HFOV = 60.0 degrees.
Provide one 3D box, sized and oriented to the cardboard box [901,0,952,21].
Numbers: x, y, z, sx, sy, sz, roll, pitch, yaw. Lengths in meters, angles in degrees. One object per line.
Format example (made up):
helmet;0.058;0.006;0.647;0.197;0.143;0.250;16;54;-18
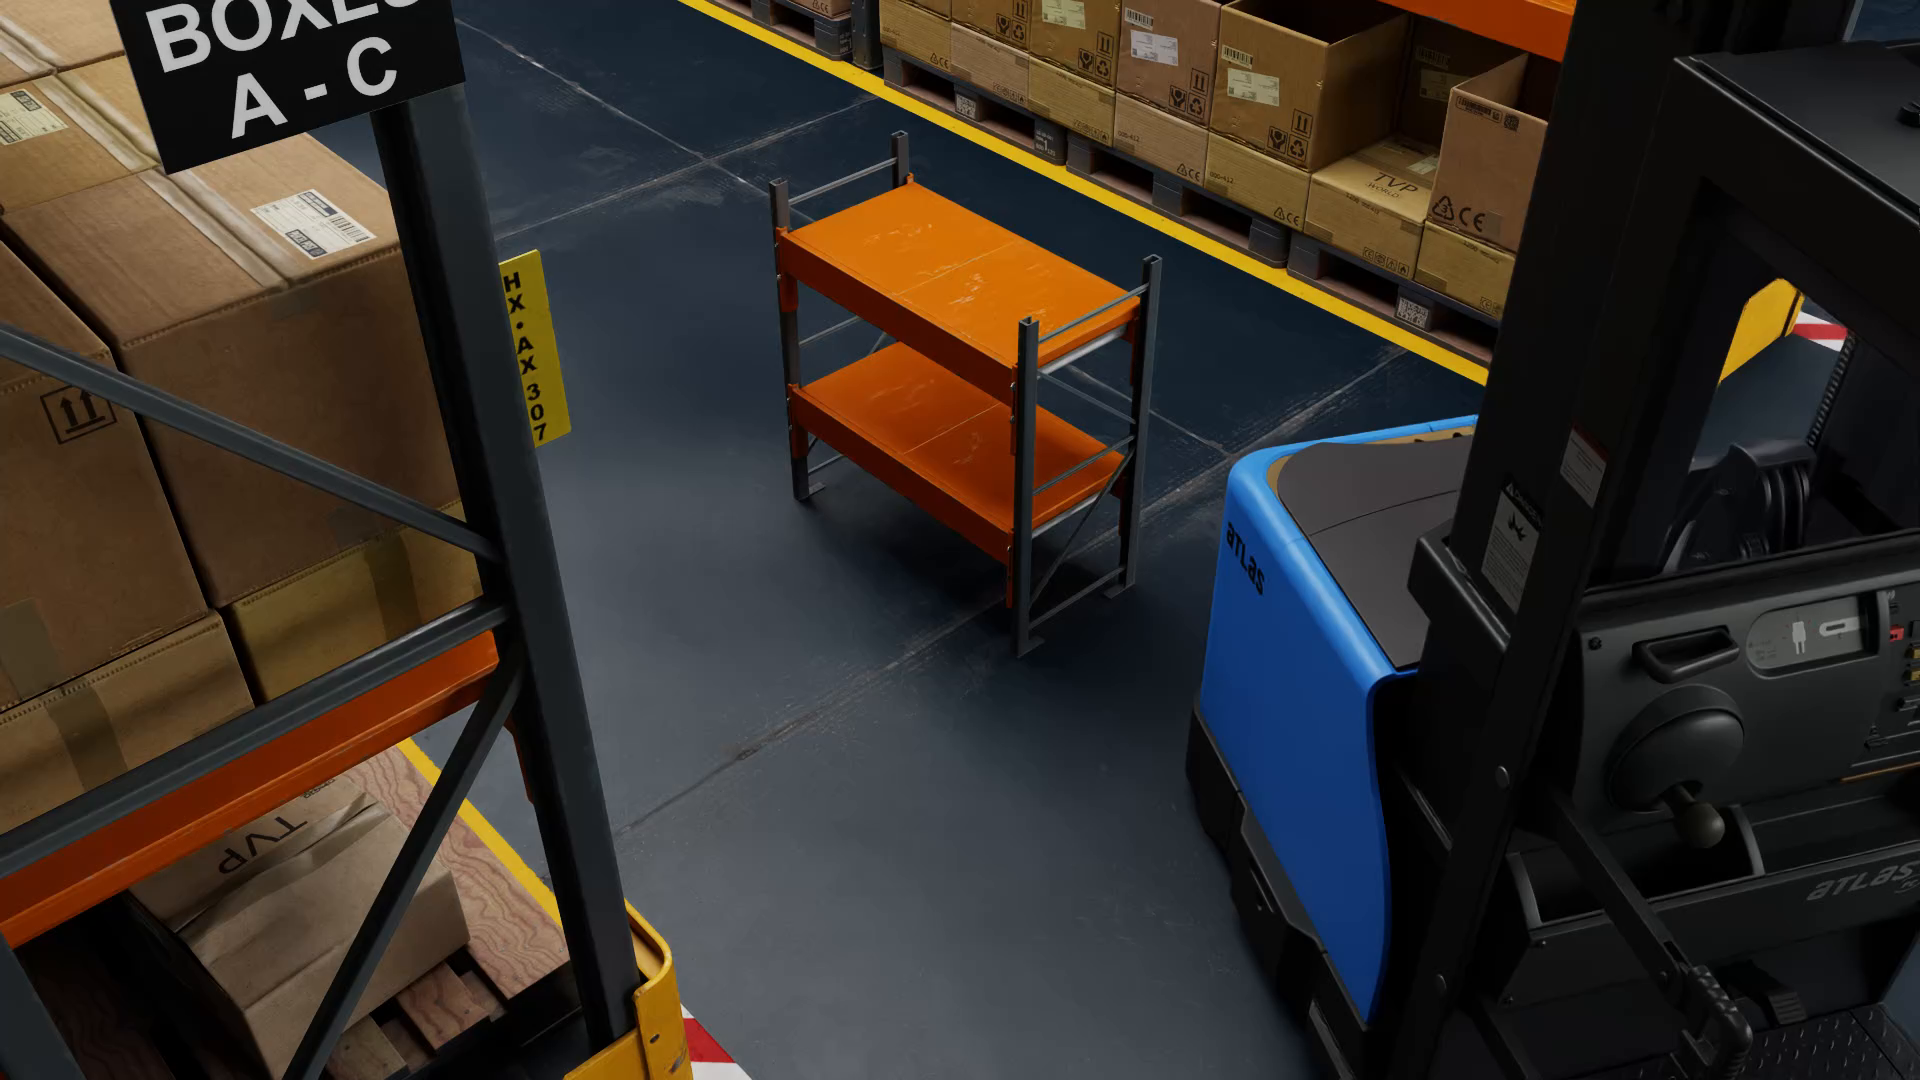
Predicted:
cardboard box;-0.032;-2.708;7.473;0.500;0.500;0.500;-30;48;-32

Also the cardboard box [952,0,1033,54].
cardboard box;0.312;-2.480;7.190;0.500;0.500;0.500;-30;48;-32

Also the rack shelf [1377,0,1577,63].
rack shelf;1.238;-2.465;6.487;1.077;0.370;4.000;-30;48;-32

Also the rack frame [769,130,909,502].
rack frame;-0.348;-0.676;5.192;0.500;1.125;0.032;-30;48;-32

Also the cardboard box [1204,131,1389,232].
cardboard box;1.324;-1.492;6.564;0.500;0.250;0.500;-30;48;-32

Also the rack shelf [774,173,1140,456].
rack shelf;-0.005;-0.668;4.717;0.538;0.278;1.000;-30;48;-32

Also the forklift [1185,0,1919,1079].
forklift;1.463;0.314;2.529;1.130;2.935;3.031;-9;40;-11

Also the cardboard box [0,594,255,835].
cardboard box;-1.515;0.205;2.713;0.500;0.250;0.500;-29;47;-31

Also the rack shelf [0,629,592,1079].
rack shelf;-2.409;-0.358;3.878;1.077;0.370;4.000;-30;48;-32

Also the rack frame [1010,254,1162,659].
rack frame;0.339;-0.205;4.609;0.500;1.125;0.032;-30;48;-32

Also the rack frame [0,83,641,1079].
rack frame;-1.056;0.288;2.506;1.000;3.000;0.127;-30;48;-32

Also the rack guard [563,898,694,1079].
rack guard;-1.107;1.225;3.335;1.175;0.500;0.348;-30;48;-32

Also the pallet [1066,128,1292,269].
pallet;1.221;-1.635;7.106;1.003;0.211;1.213;-30;48;-32

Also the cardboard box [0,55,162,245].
cardboard box;-1.484;-0.535;3.032;0.500;0.500;0.500;-30;48;-32

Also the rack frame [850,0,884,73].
rack frame;-0.115;-3.670;7.407;1.000;3.000;0.127;-30;48;-32

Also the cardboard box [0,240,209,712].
cardboard box;-1.531;-0.081;2.470;0.500;0.500;0.500;-31;48;-32

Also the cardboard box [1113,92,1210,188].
cardboard box;0.987;-1.724;6.852;0.500;0.250;0.500;-30;48;-32

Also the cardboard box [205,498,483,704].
cardboard box;-1.152;-0.022;2.994;0.500;0.250;0.500;-31;48;-33

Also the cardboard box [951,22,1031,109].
cardboard box;0.310;-2.187;7.424;0.500;0.250;0.500;-30;48;-32

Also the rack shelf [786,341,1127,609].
rack shelf;-0.005;-0.251;5.054;0.538;0.278;1.000;-30;48;-32

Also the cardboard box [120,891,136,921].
cardboard box;-1.843;0.540;3.983;0.500;0.311;0.500;-26;46;-28

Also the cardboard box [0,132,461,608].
cardboard box;-1.157;-0.302;2.743;0.500;0.500;0.500;-30;48;-32

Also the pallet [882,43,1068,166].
pallet;0.392;-2.200;7.805;1.003;0.211;1.213;-30;48;-32

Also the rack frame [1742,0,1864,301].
rack frame;2.590;-1.819;5.115;1.000;3.000;0.127;-30;48;-32

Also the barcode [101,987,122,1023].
barcode;-1.765;0.962;3.454;0.001;0.075;0.075;-30;48;-32

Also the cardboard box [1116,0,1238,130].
cardboard box;0.984;-2.015;6.614;0.500;0.500;0.500;-30;48;-32

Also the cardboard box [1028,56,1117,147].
cardboard box;0.644;-1.953;7.135;0.500;0.250;0.500;-30;48;-32

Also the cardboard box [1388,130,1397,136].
cardboard box;1.713;-1.717;6.842;0.500;0.250;0.500;-30;48;-32

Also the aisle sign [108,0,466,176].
aisle sign;-0.786;-0.818;1.806;0.394;0.787;0.004;-30;48;-32

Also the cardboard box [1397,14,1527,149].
cardboard box;2.052;-1.778;6.321;0.500;0.500;0.500;-30;48;-32

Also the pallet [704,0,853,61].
pallet;-0.642;-2.910;8.685;1.003;0.211;1.213;-30;48;-32

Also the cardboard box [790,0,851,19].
cardboard box;-0.609;-2.833;8.224;0.500;0.250;0.500;-30;48;-32

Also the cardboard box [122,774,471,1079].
cardboard box;-1.458;0.804;3.657;0.500;0.311;0.500;29;47;31

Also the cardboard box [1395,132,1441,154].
cardboard box;2.051;-1.485;6.556;0.500;0.250;0.500;-30;48;-32

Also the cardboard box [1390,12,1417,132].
cardboard box;1.704;-2.004;6.601;0.500;0.500;0.500;-30;48;-32

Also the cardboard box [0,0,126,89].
cardboard box;-1.829;-0.777;3.331;0.500;0.500;0.500;-32;49;-33

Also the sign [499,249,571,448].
sign;-0.656;-0.280;2.520;0.100;0.325;0.005;-30;48;-32

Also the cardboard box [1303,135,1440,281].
cardboard box;1.663;-1.262;6.279;0.500;0.250;0.500;-30;48;-32

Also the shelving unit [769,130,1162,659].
shelving unit;-0.005;-0.441;4.900;0.538;1.125;1.048;-30;48;-32

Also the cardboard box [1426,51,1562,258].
cardboard box;2.008;-1.326;5.762;0.500;0.500;0.500;-30;48;-32

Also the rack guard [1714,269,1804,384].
rack guard;2.607;-0.835;5.886;1.175;0.500;0.348;-30;48;-32

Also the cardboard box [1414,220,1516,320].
cardboard box;2.010;-1.035;5.999;0.500;0.250;0.500;-30;48;-32

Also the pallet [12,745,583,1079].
pallet;-1.631;0.947;3.910;1.003;0.211;1.213;-30;48;-32

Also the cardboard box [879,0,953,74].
cardboard box;-0.025;-2.420;7.714;0.500;0.250;0.500;-30;48;-32

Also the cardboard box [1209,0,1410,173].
cardboard box;1.321;-1.783;6.327;0.500;0.500;0.500;-30;48;-32

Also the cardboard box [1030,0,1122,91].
cardboard box;0.644;-2.245;6.900;0.500;0.500;0.500;-30;48;-32

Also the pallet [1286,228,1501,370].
pallet;2.042;-1.070;6.407;1.003;0.211;1.213;-30;48;-32
